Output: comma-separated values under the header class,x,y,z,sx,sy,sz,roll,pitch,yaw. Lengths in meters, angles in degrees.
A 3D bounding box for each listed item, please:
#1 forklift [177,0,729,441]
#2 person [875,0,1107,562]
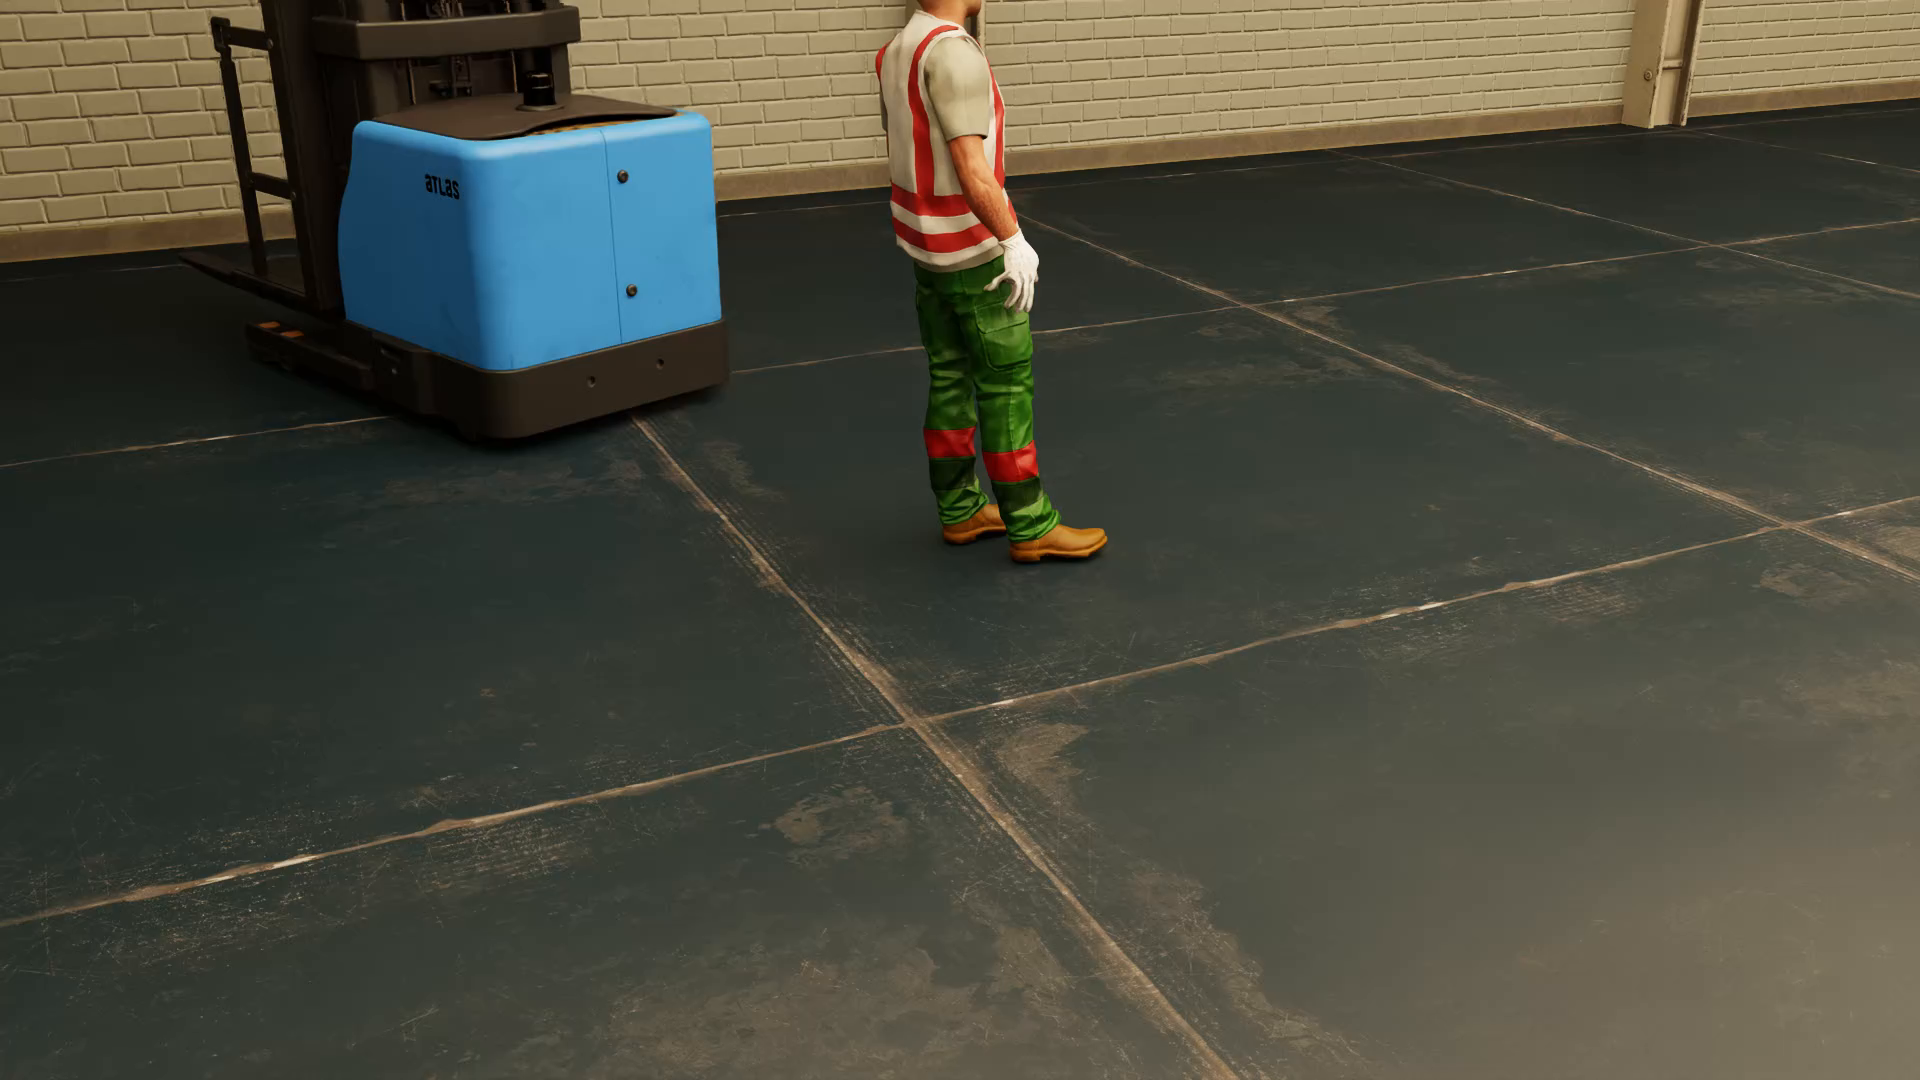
class,x,y,z,sx,sy,sz,roll,pitch,yaw
forklift,-2.307,-2.166,6.501,3.031,2.935,1.130,20,30,40
person,0.078,-0.842,4.781,0.563,1.788,0.638,-10,25,-23
